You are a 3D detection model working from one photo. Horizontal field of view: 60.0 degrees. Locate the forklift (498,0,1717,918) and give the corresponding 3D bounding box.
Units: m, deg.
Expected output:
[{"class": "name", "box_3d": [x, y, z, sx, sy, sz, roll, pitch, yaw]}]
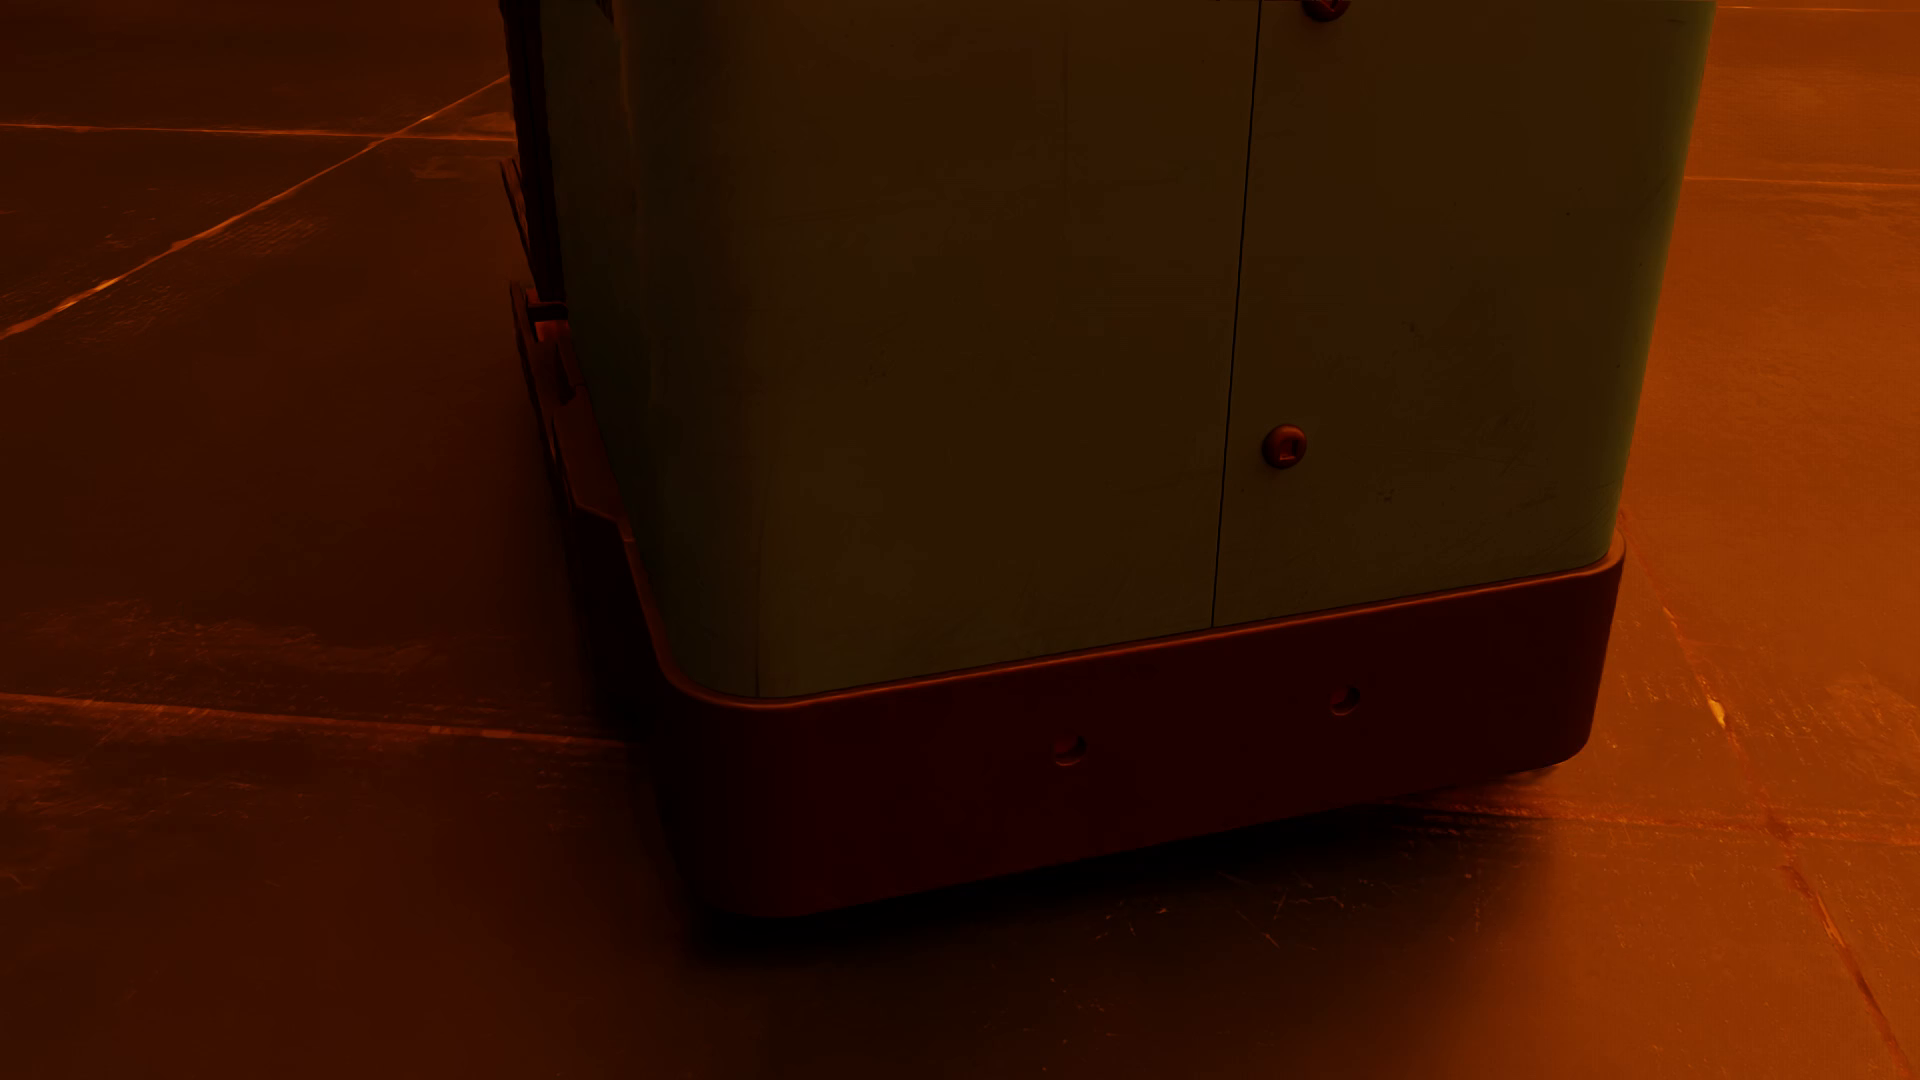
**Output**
[{"class": "forklift", "box_3d": [-0.208, -1.584, 2.393, 1.130, 2.935, 3.031, -8, 28, -16]}]
